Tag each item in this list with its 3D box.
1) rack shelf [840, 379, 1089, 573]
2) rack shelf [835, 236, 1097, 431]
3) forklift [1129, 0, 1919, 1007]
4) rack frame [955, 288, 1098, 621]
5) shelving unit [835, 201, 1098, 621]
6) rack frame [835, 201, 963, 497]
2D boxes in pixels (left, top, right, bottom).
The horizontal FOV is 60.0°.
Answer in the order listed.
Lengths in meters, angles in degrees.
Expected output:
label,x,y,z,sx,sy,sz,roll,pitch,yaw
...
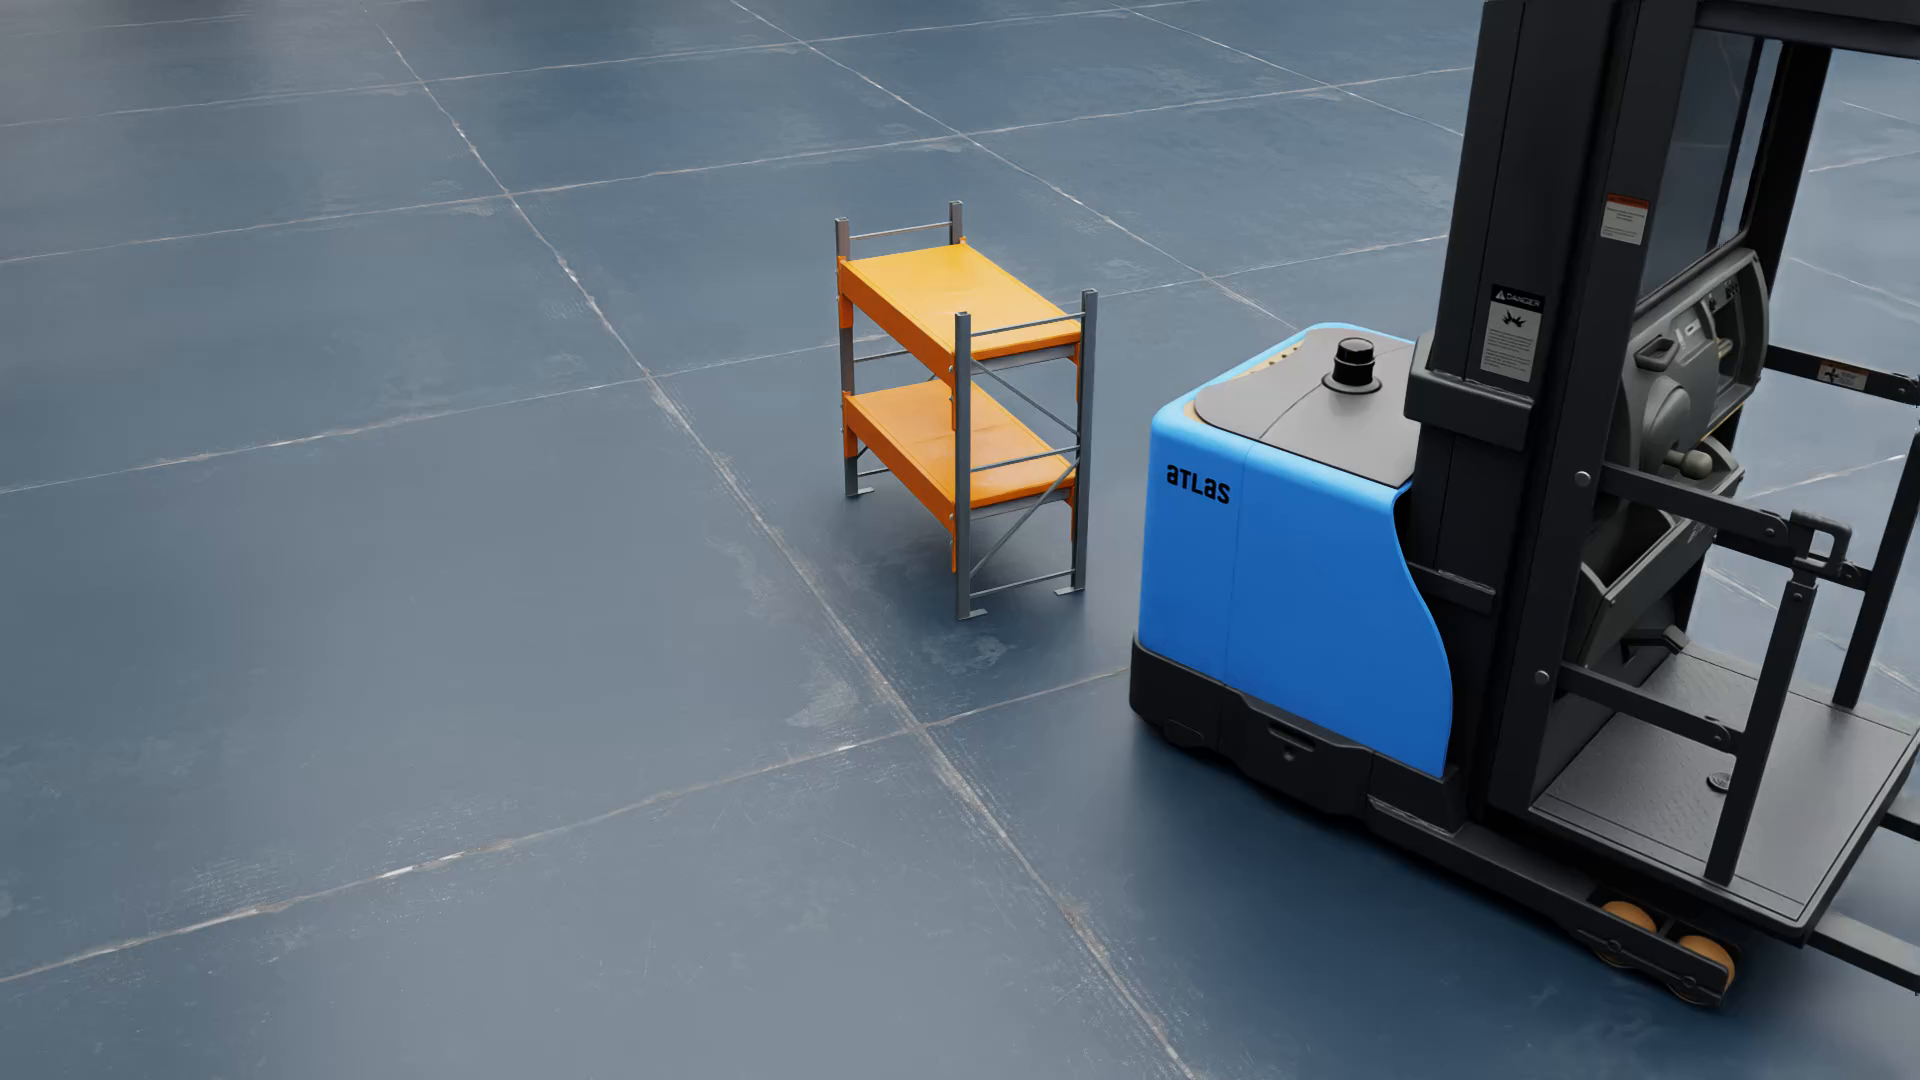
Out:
label,x,y,z,sx,sy,sz,roll,pitch,yaw
rack shelf,-0.003,-0.280,6.100,0.538,0.278,1.000,-13,32,-22
rack shelf,-0.003,-0.749,5.837,0.538,0.278,1.000,-13,32,-22
forklift,1.968,-0.407,3.978,3.031,2.935,1.130,23,37,35
rack frame,0.215,-0.269,5.580,0.500,1.125,0.032,-13,32,-22
shelving unit,-0.003,-0.494,5.980,0.538,1.125,1.048,-13,32,-22
rack frame,-0.221,-0.718,6.381,0.500,1.125,0.032,-13,32,-22
